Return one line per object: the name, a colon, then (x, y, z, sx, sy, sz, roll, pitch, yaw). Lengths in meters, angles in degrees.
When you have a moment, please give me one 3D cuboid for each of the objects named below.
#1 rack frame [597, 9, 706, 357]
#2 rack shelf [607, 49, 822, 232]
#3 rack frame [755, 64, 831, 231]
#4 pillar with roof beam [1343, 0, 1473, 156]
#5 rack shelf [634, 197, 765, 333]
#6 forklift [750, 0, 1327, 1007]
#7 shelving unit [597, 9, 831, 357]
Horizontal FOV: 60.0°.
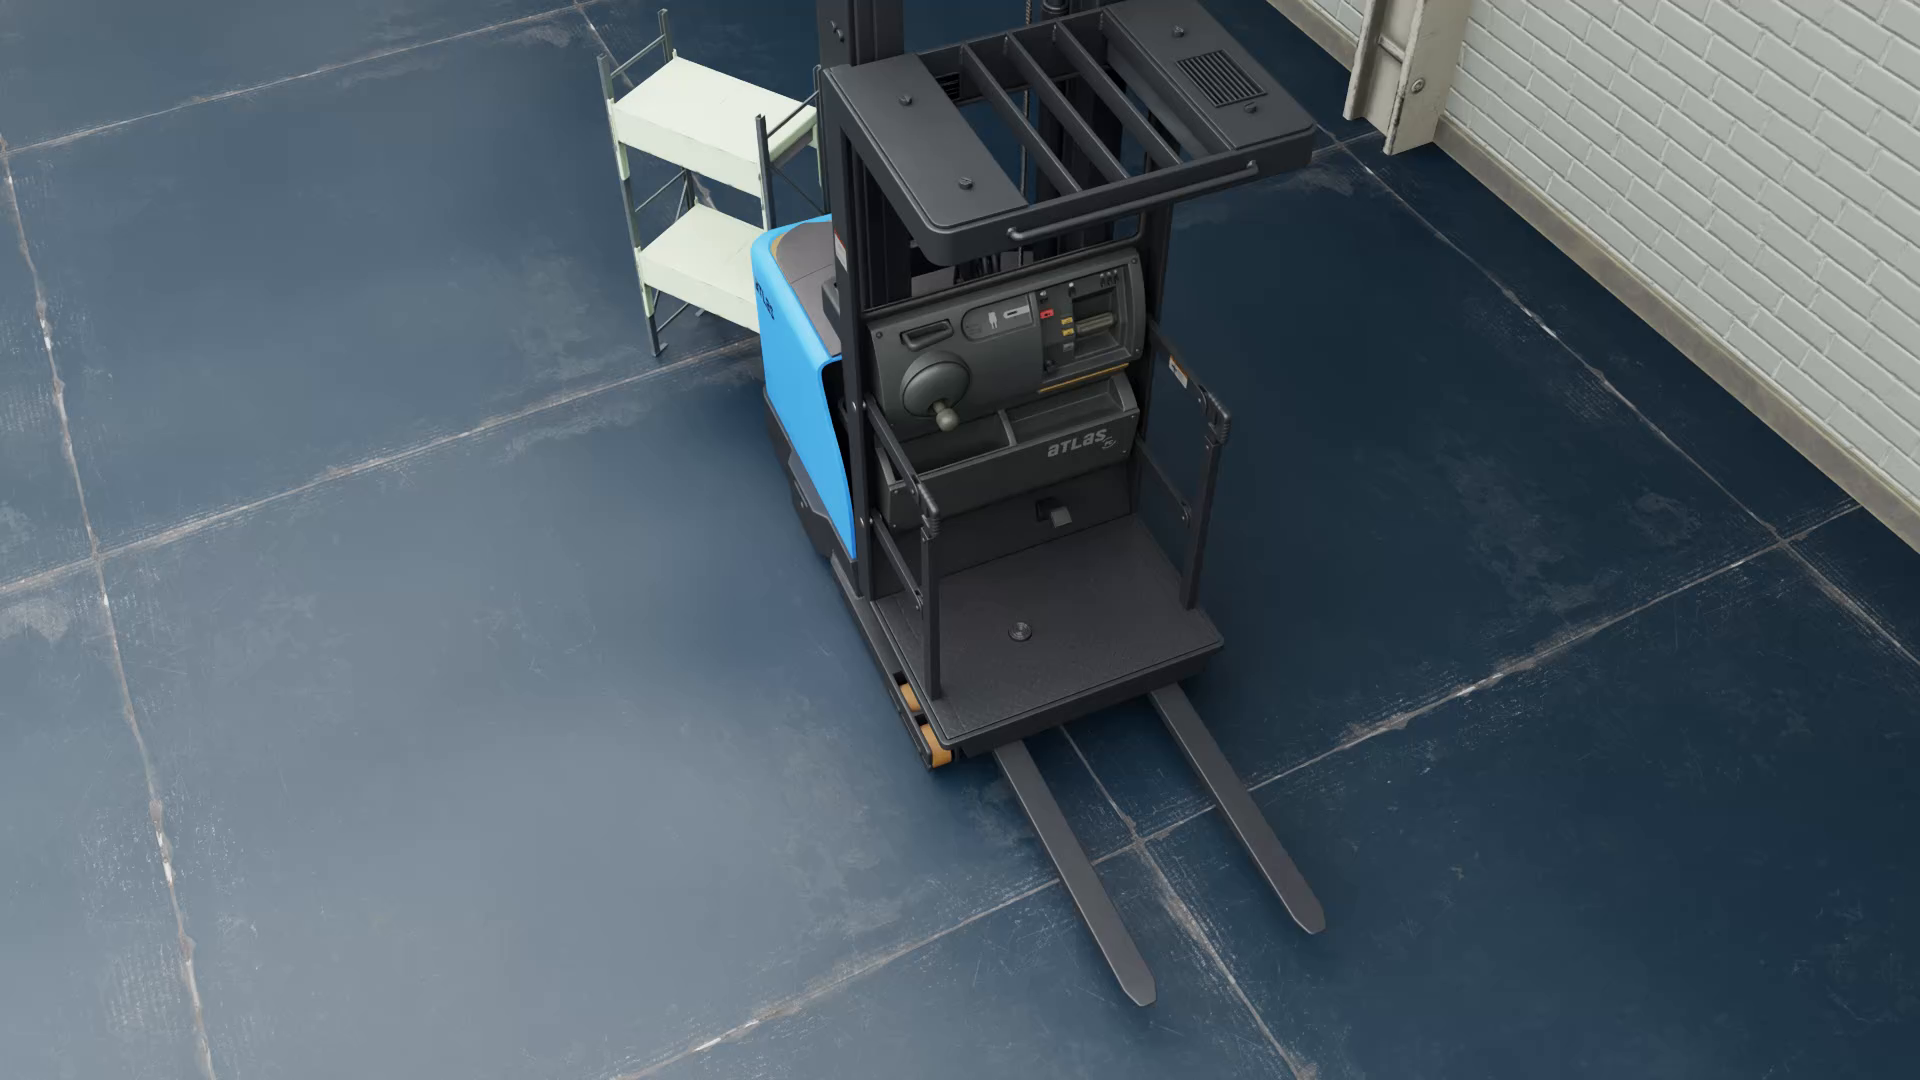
rack frame: (-1.248, -1.436, 6.902, 0.023, 1.500, 0.400, 25, 53, 20)
rack shelf: (-0.936, -1.549, 6.482, 0.720, 0.370, 0.431, 25, 53, 20)
rack frame: (-0.625, -1.147, 6.649, 0.023, 1.500, 0.400, 25, 53, 20)
pillar with roof beam: (-1.635, -3.588, 3.803, 9.100, 9.000, 0.400, -21, 52, -18)
rack shelf: (-0.937, -1.076, 7.020, 0.720, 0.370, 0.431, 25, 53, 20)
forklift: (0.252, -0.531, 5.160, 1.130, 2.935, 3.031, -18, 51, -15)
shelving unit: (-0.936, -1.292, 6.775, 0.755, 1.500, 0.431, 25, 53, 20)
